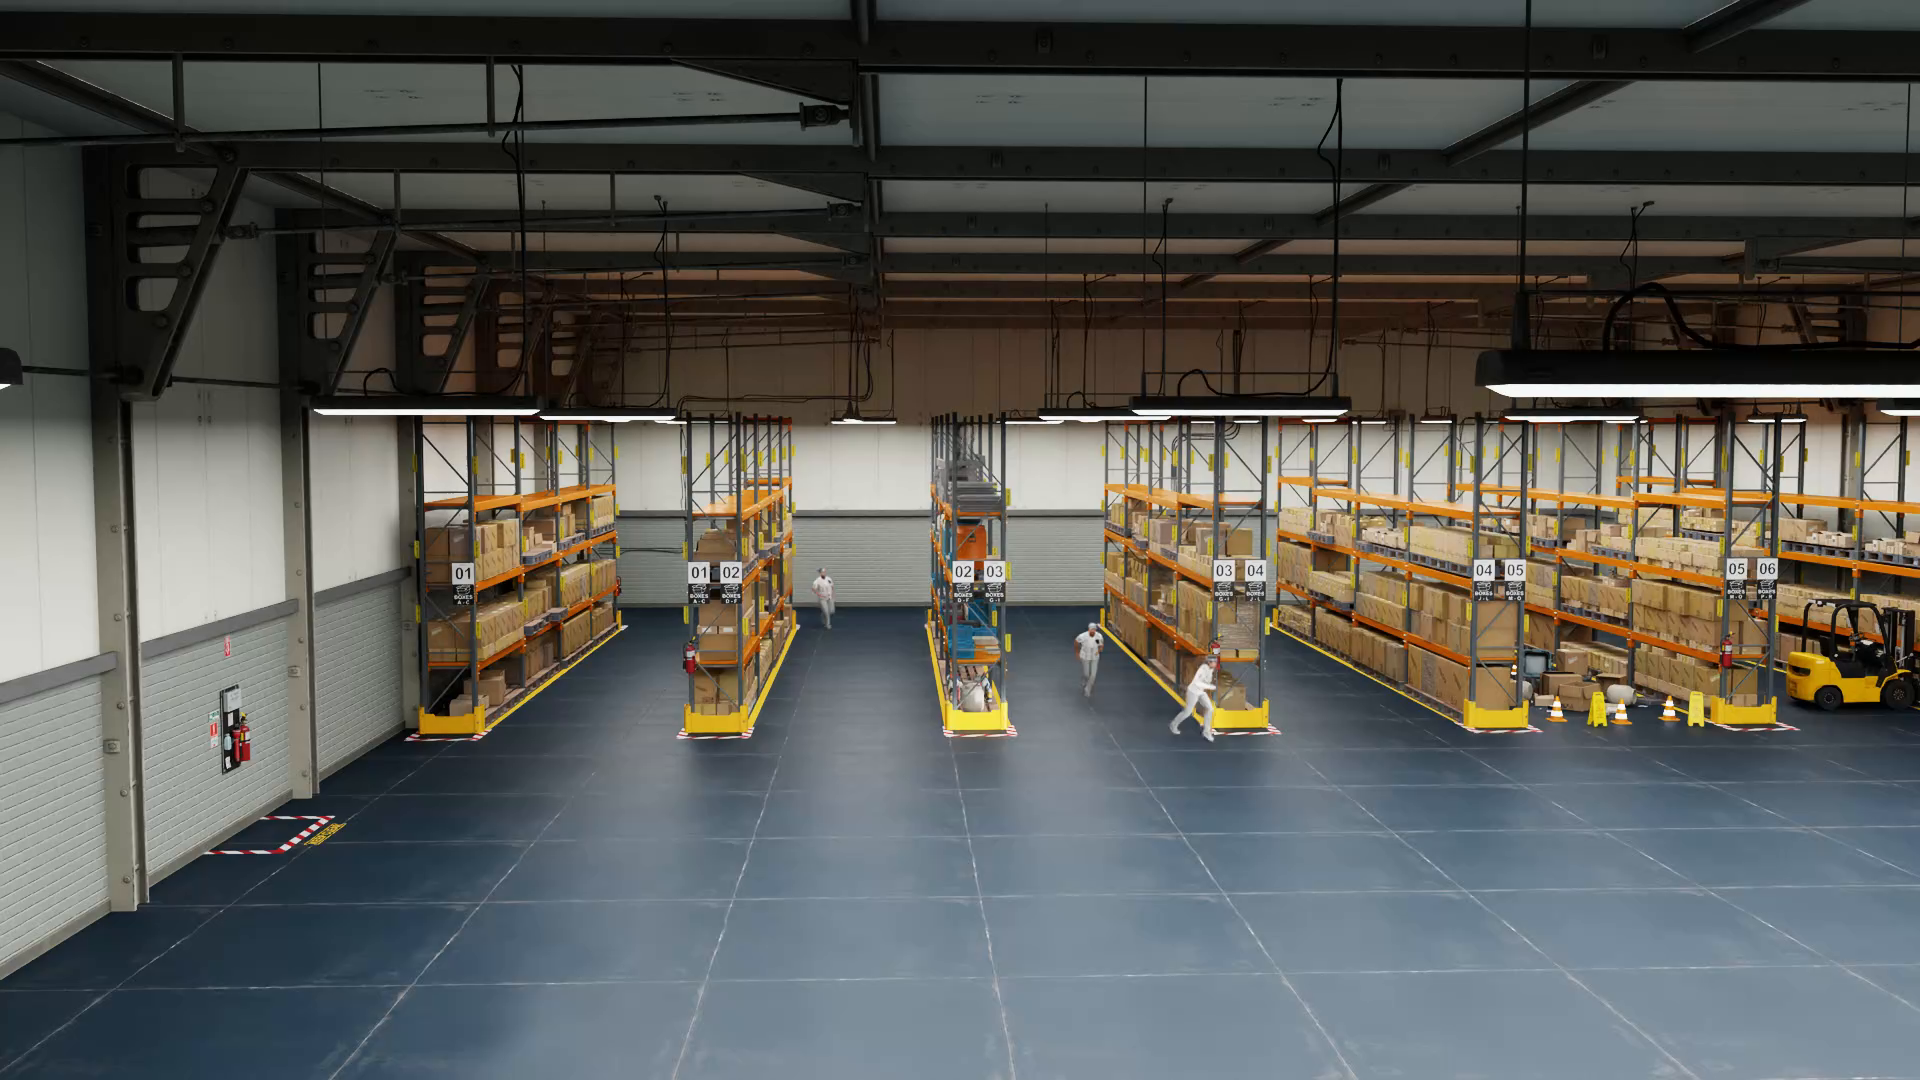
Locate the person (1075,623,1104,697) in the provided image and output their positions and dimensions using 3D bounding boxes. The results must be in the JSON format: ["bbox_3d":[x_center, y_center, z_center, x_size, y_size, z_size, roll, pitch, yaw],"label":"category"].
[{"bbox_3d":[2.756,2.543,35.342,0.596,1.598,0.701,-1,4,-12],"label":"person"}]

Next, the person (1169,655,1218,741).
[{"bbox_3d":[4.303,2.882,30.569,0.957,1.622,0.657,2,5,32],"label":"person"}]

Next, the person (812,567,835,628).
[{"bbox_3d":[-3.892,1.640,47.467,0.672,1.733,0.607,-2,4,-30],"label":"person"}]
